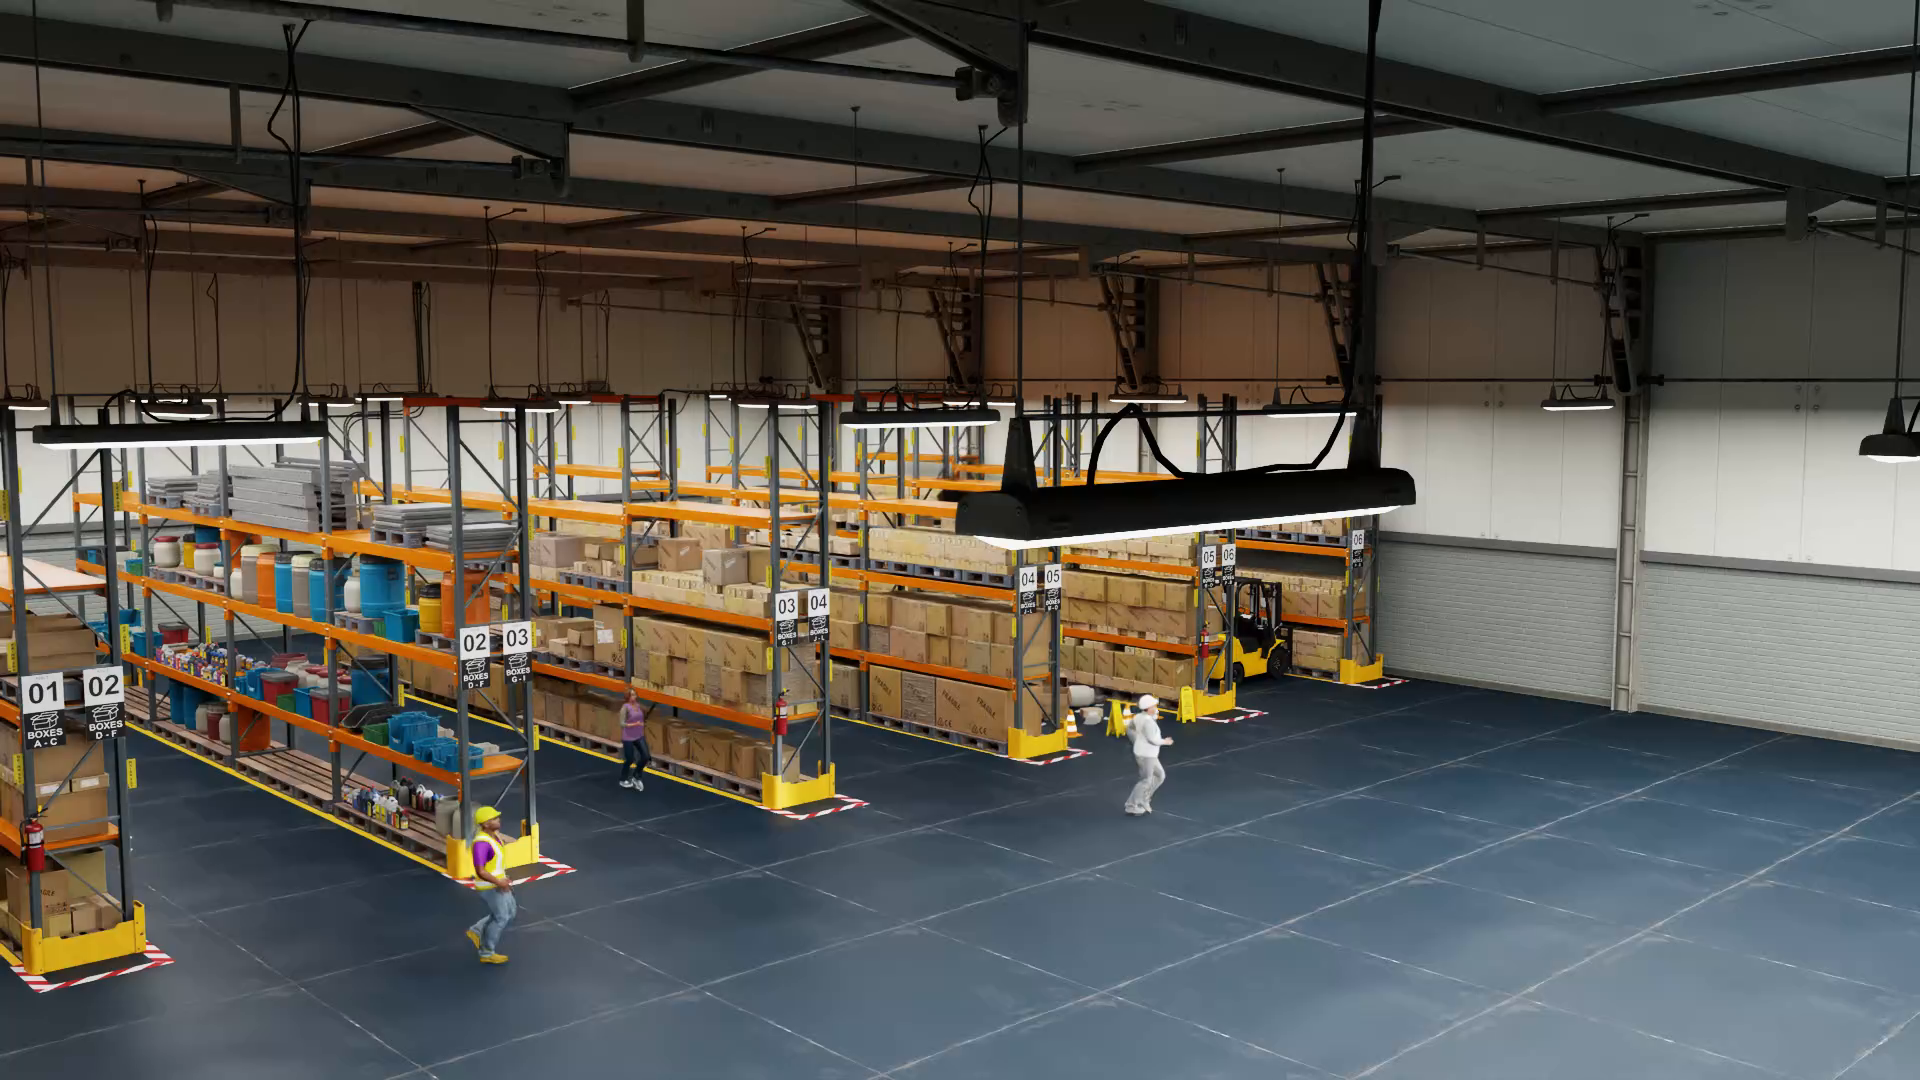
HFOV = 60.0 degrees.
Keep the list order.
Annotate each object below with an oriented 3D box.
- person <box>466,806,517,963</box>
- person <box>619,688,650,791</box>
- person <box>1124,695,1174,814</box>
[{"bbox_3d":[-5.107,3.732,18.058,0.538,1.727,0.701,-1,6,-11],"label":"person"},{"bbox_3d":[-5.007,3.069,25.543,0.639,1.608,0.517,4,7,39],"label":"person"},{"bbox_3d":[2.740,3.129,24.148,0.700,1.781,0.649,0,6,-5],"label":"person"}]
